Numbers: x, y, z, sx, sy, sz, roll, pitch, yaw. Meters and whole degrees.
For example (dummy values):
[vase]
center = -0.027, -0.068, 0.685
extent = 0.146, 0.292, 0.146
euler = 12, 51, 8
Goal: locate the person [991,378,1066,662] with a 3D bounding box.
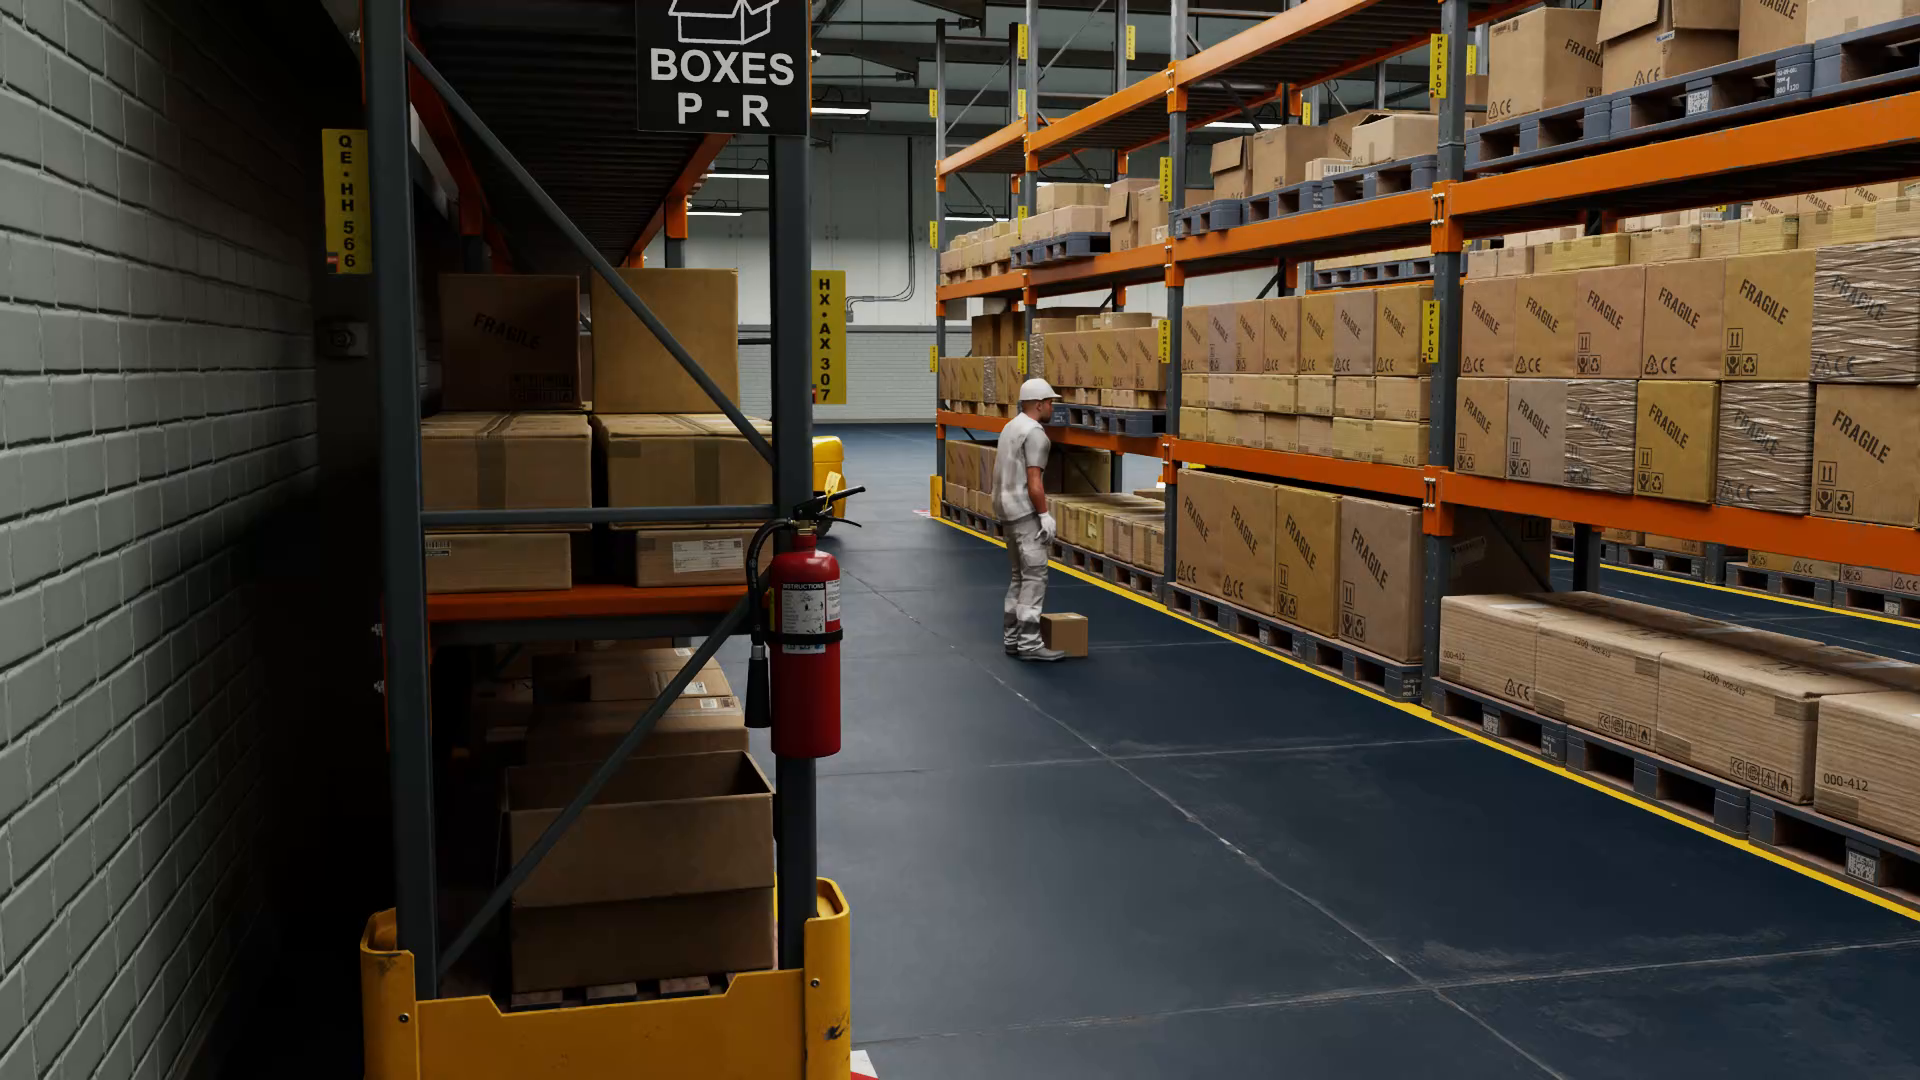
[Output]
[person]
center = 0.441, -0.138, 10.637
extent = 0.447, 1.777, 0.620
euler = -2, 6, -17
